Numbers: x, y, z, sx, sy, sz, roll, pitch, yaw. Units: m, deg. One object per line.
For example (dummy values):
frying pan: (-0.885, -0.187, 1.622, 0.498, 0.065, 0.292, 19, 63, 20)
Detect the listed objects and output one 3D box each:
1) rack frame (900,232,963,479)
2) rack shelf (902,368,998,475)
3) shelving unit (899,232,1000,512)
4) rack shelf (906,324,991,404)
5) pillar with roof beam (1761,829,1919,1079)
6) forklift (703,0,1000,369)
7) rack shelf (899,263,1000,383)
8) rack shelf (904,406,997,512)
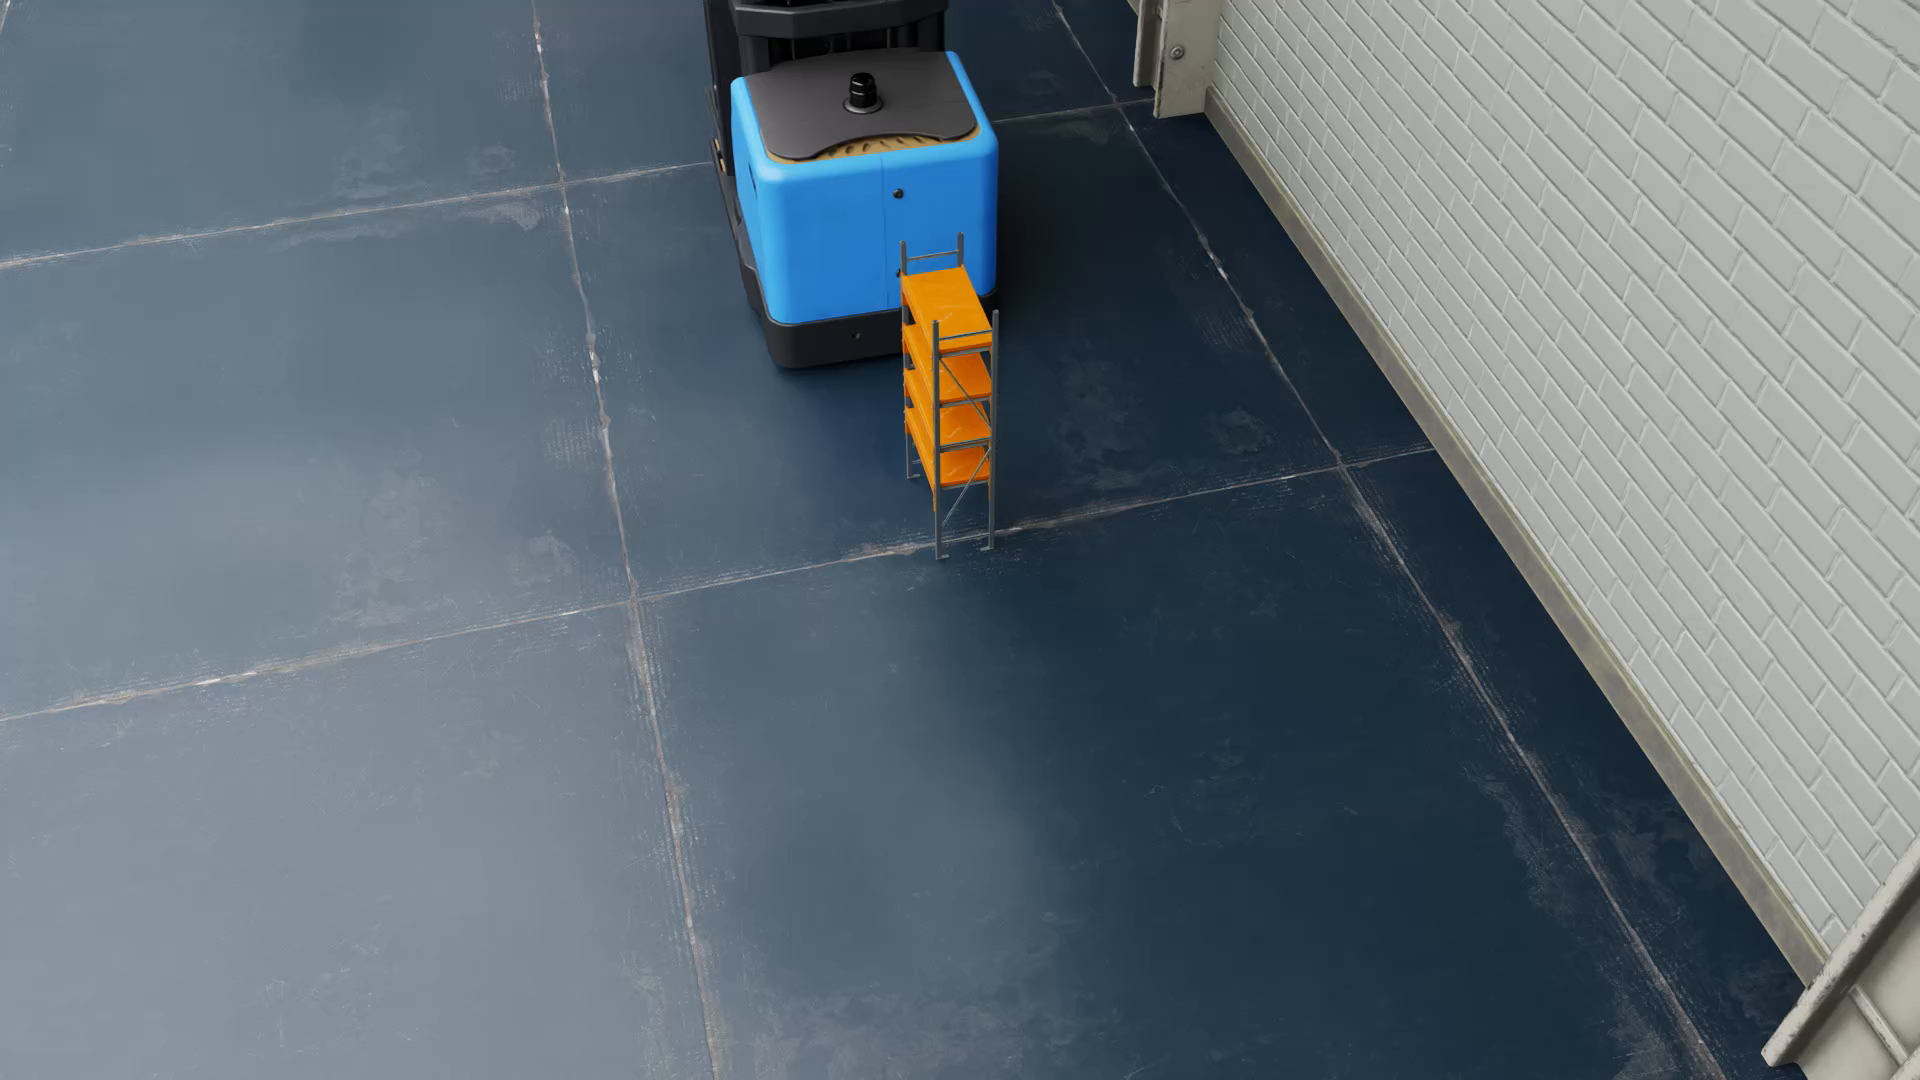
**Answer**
rack frame: (-0.105, -0.703, 6.599, 0.240, 1.200, 0.015, -11, 47, -10)
rack shelf: (-0.042, -0.487, 6.482, 0.258, 0.148, 0.480, -11, 47, -10)
shelving unit: (-0.044, -0.538, 6.437, 0.258, 1.200, 0.492, -11, 47, -10)
rack shelf: (-0.042, -0.681, 6.284, 0.221, 0.021, 0.457, -11, 47, -10)
pillar with roof beam: (-1.467, -0.660, 1.096, 9.100, 9.000, 0.400, -11, 47, -10)
forklift: (-0.671, -2.861, 7.502, 1.130, 2.935, 3.031, -10, 46, -10)
rack shelf: (-0.042, -0.809, 6.153, 0.258, 0.148, 0.480, -11, 47, -10)
rack shelf: (-0.042, -0.348, 6.623, 0.258, 0.148, 0.480, -11, 47, -10)
